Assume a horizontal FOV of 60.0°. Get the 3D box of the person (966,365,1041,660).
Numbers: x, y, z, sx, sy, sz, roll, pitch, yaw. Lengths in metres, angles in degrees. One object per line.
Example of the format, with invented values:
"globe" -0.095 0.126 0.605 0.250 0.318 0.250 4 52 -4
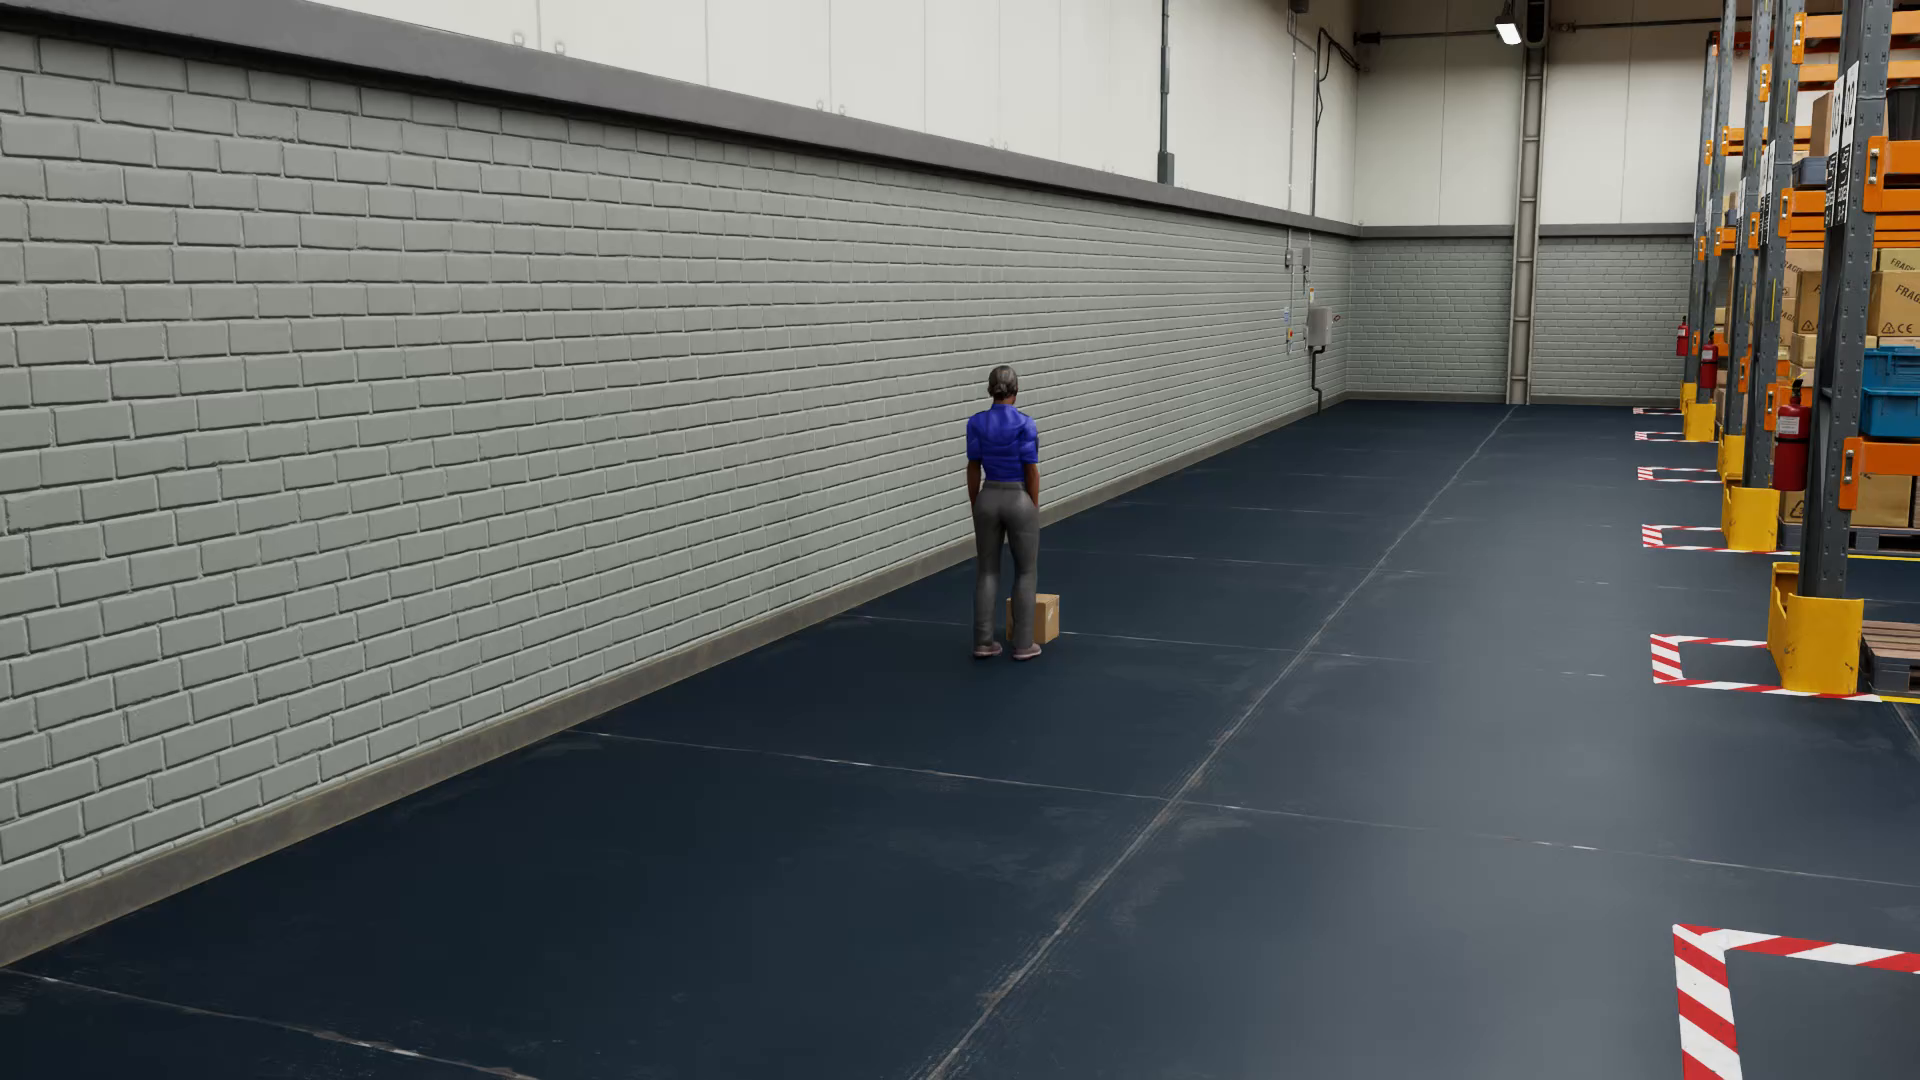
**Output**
"person" 0.248 -0.148 9.402 0.438 1.643 0.305 4 10 22
